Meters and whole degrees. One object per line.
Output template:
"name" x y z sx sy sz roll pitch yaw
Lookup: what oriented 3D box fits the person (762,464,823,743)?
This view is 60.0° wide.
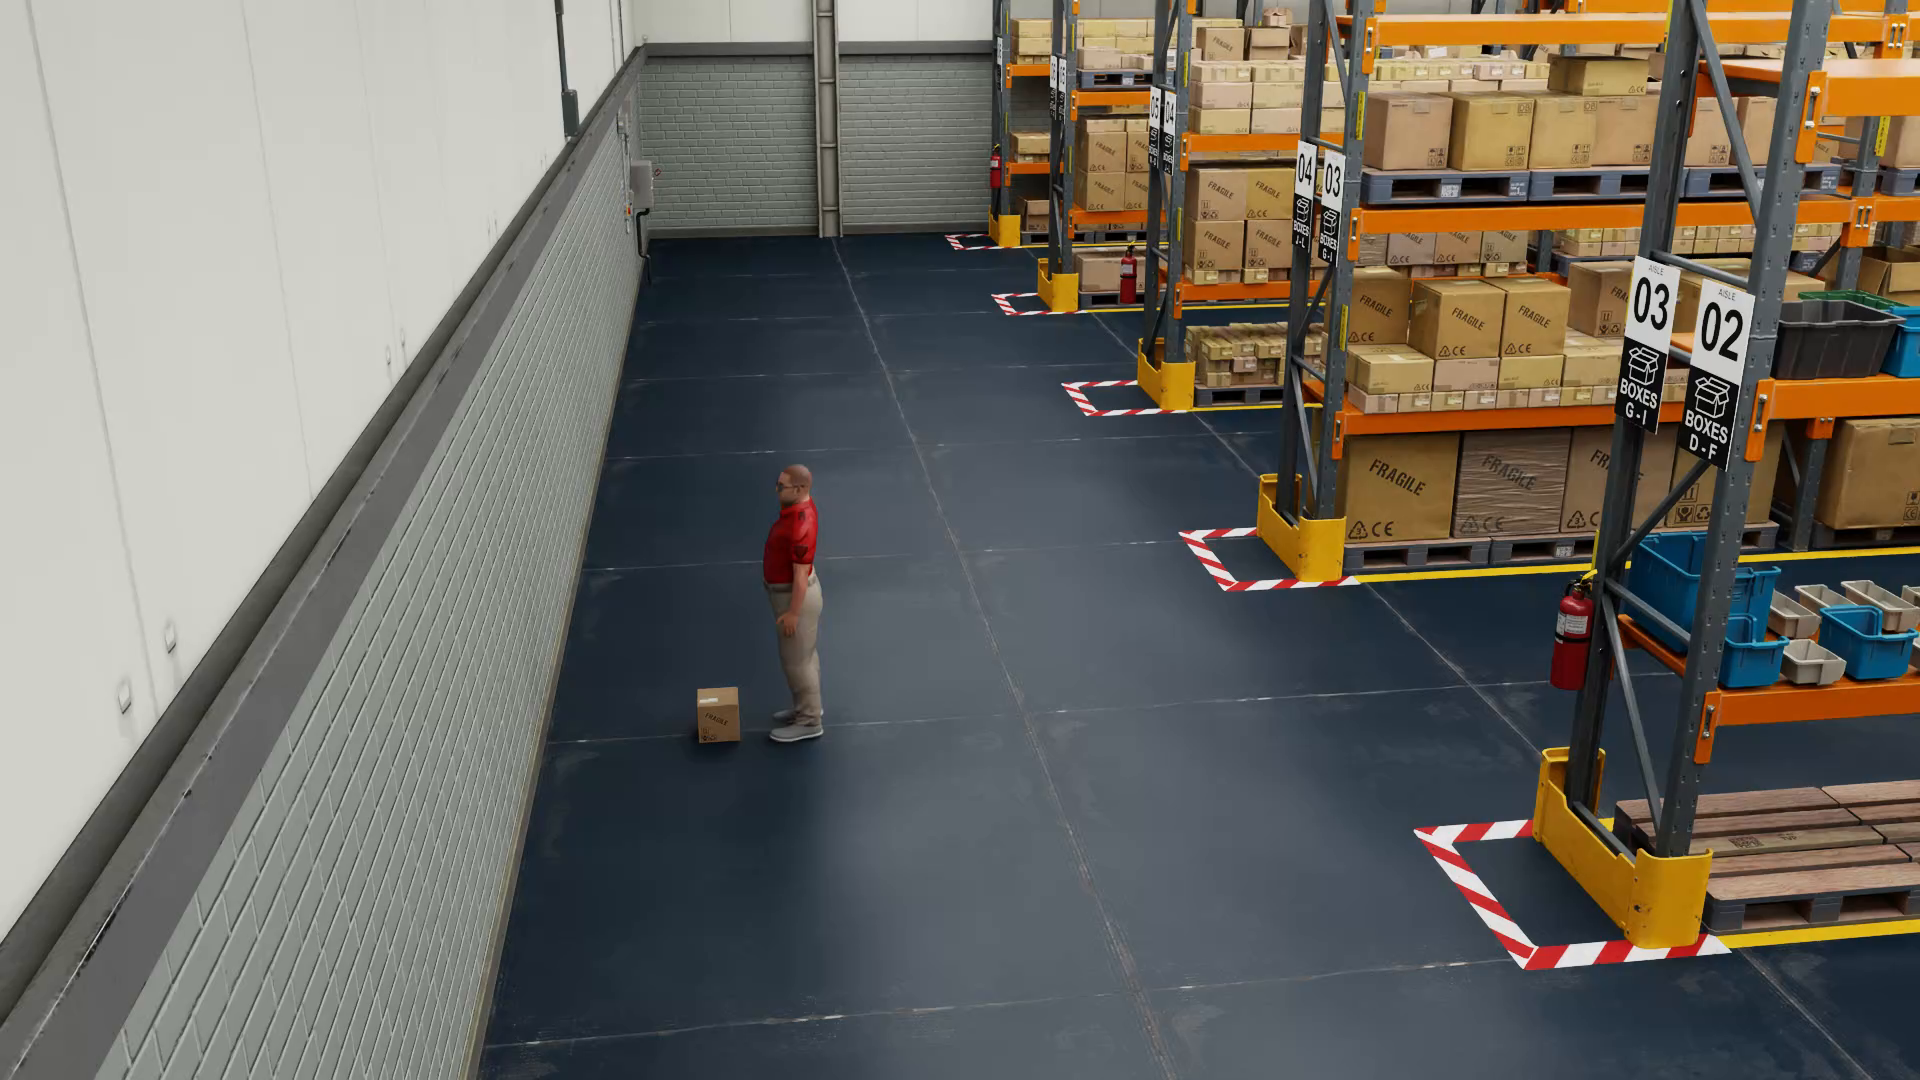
"person" -1.013 0.380 10.074 0.361 1.743 0.530 -2 20 -6
